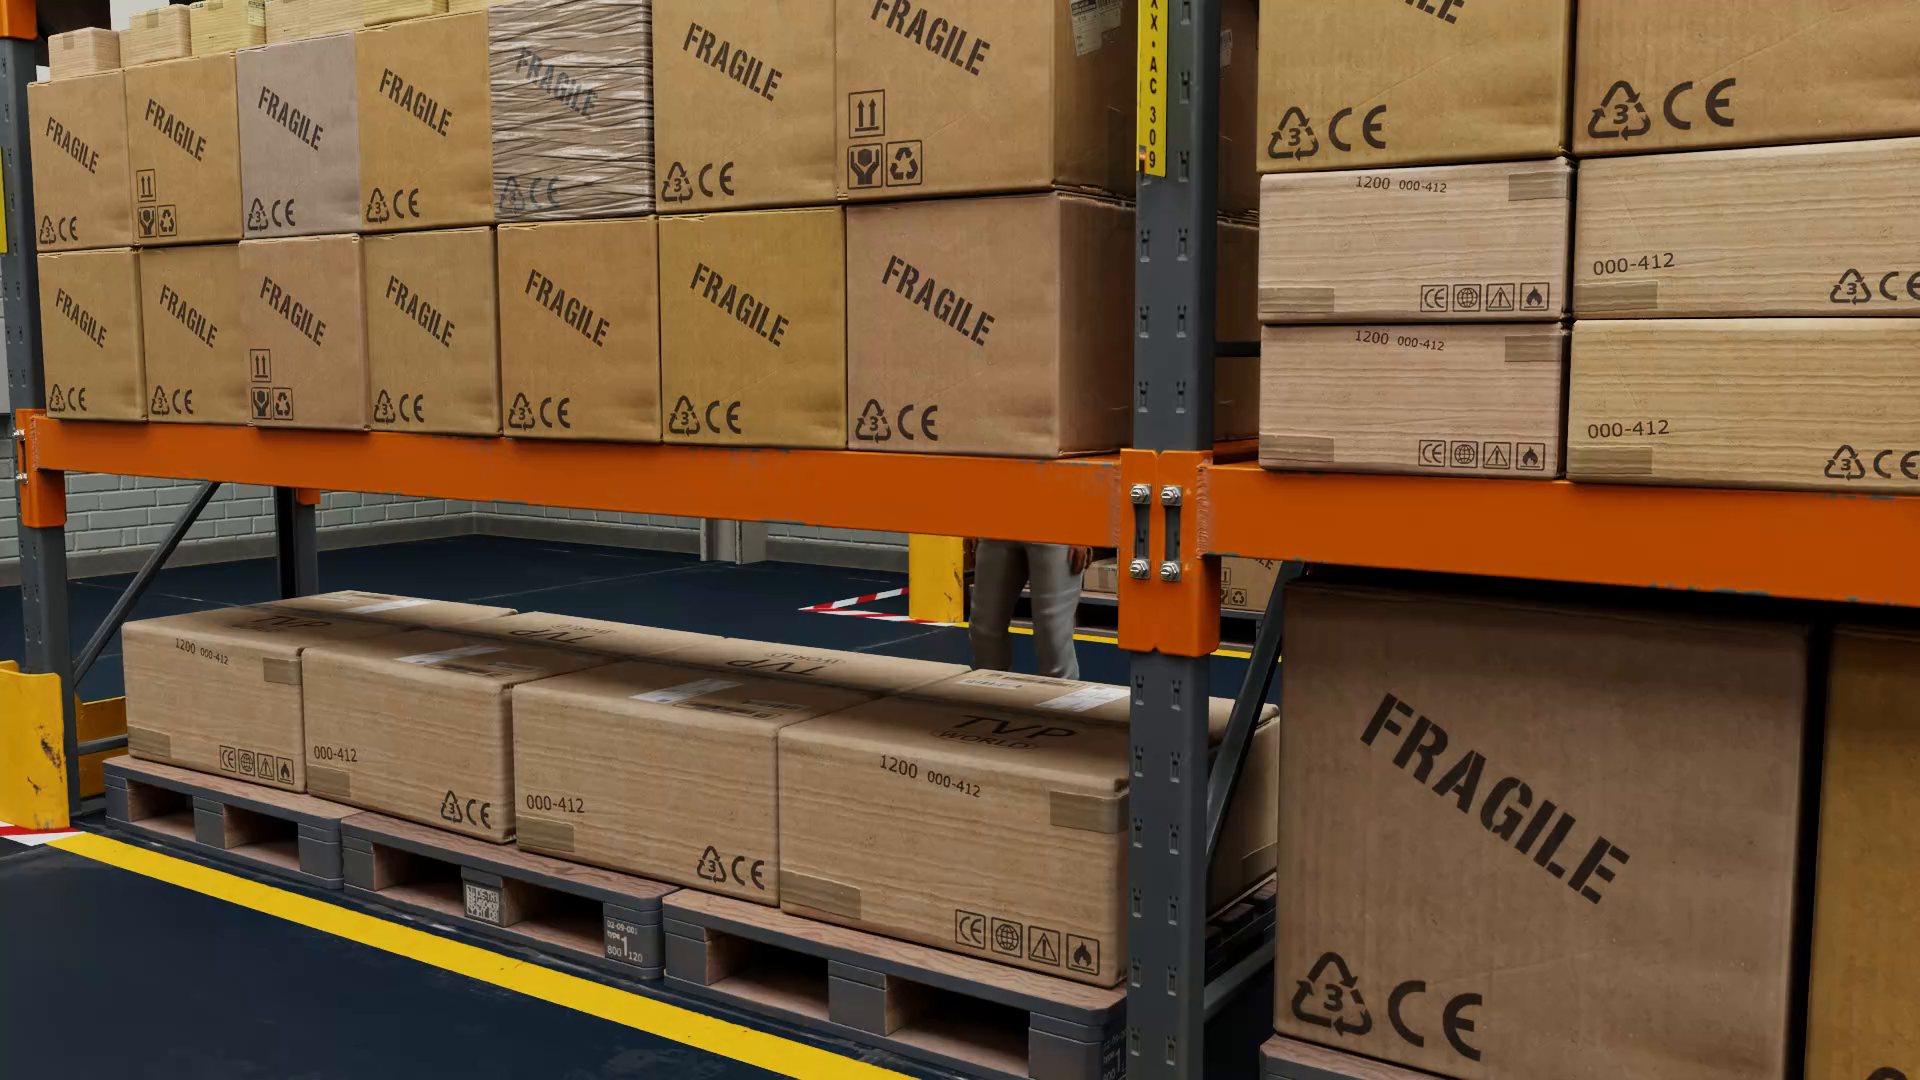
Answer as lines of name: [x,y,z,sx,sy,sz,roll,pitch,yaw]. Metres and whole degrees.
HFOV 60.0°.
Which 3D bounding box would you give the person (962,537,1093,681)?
person: [0.239,-0.021,6.164,0.563,1.665,0.471,4,7,30]
